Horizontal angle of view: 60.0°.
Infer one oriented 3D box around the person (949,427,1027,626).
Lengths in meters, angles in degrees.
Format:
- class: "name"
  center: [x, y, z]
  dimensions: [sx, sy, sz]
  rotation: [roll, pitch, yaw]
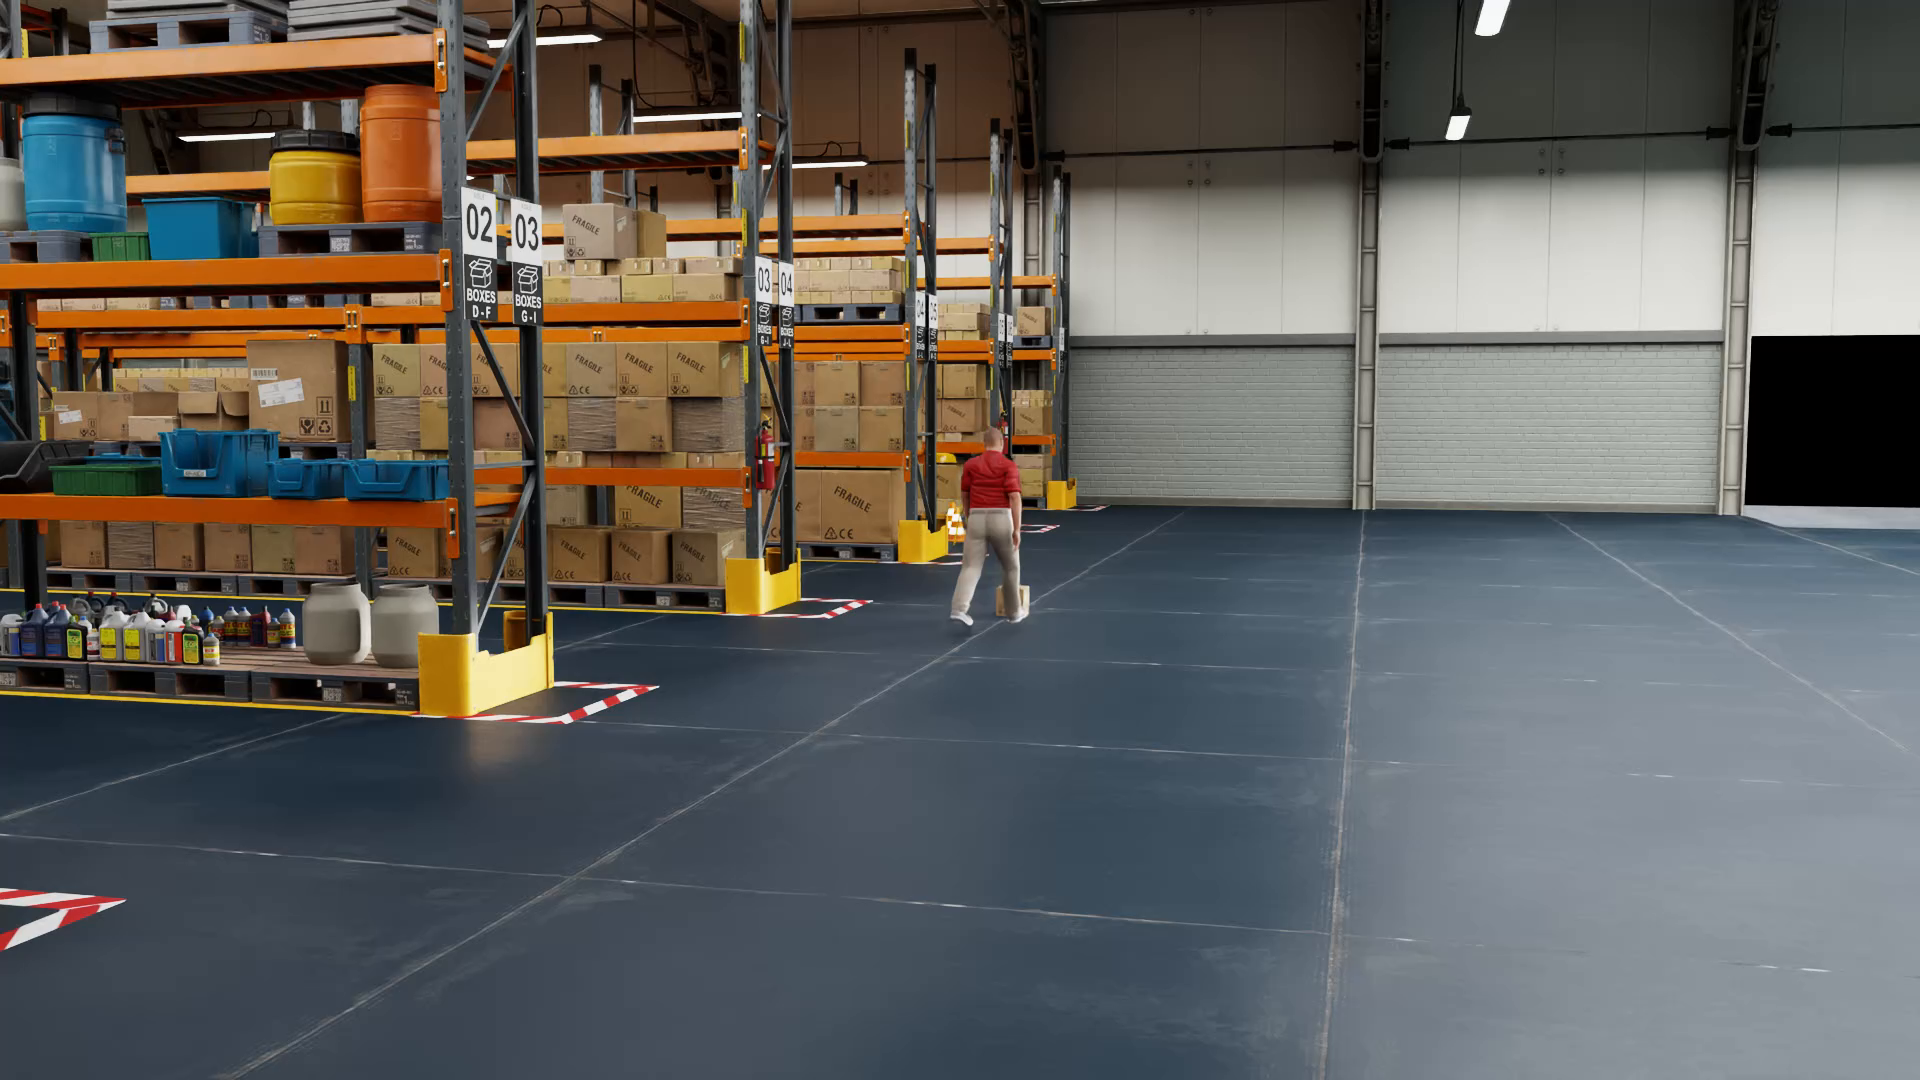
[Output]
- class: "person"
  center: [0.270, -0.105, 13.977]
  dimensions: [0.557, 1.677, 1.056]
  rotation: [1, 5, 17]
